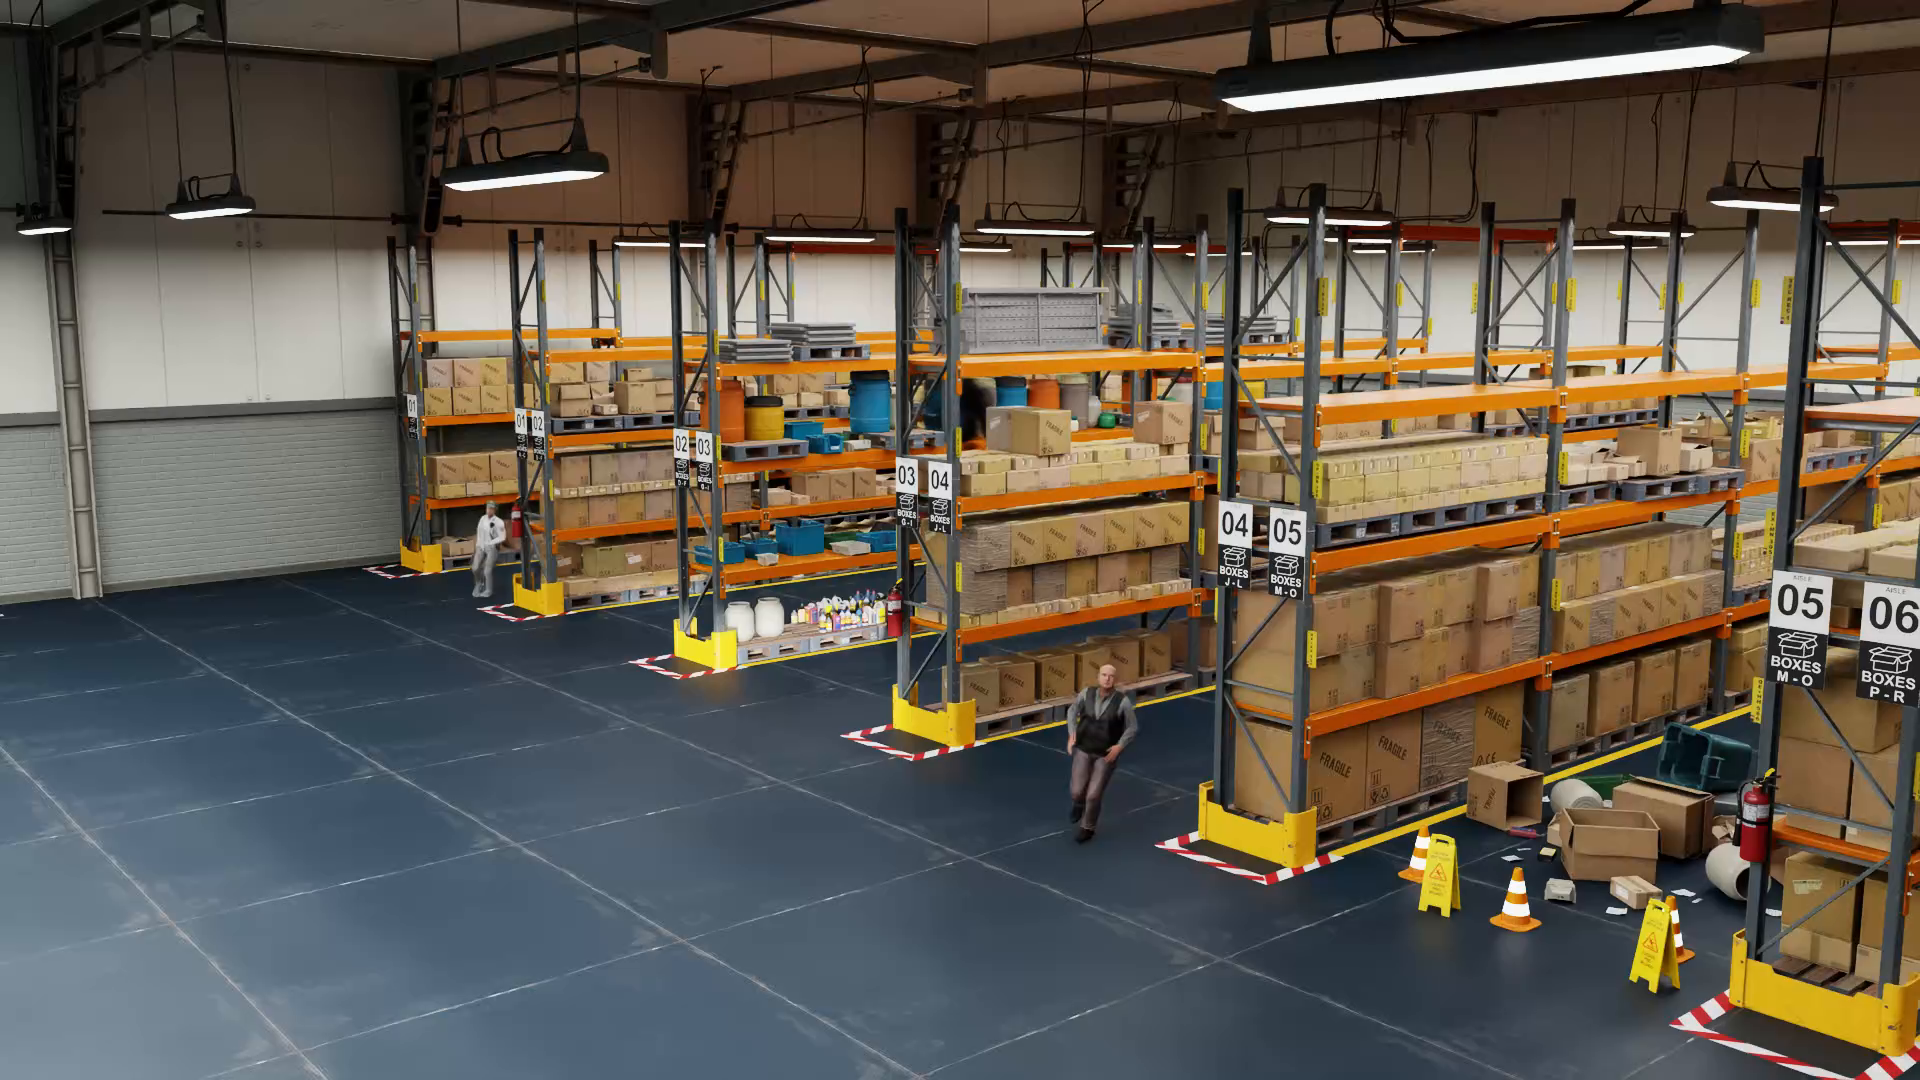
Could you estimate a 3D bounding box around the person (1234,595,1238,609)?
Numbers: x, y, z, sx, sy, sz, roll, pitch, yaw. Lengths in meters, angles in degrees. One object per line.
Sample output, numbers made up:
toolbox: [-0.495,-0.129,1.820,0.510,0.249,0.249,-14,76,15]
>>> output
person: [4.366,0.292,25.149,0.555,1.737,0.701,8,12,42]

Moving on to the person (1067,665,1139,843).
person: [1.326,1.981,15.546,0.695,1.673,0.538,2,9,14]

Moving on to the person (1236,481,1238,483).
person: [5.767,-0.994,34.500,0.655,1.828,0.730,8,12,42]

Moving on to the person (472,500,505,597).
person: [-7.784,0.150,27.402,0.639,1.635,0.580,2,9,11]
